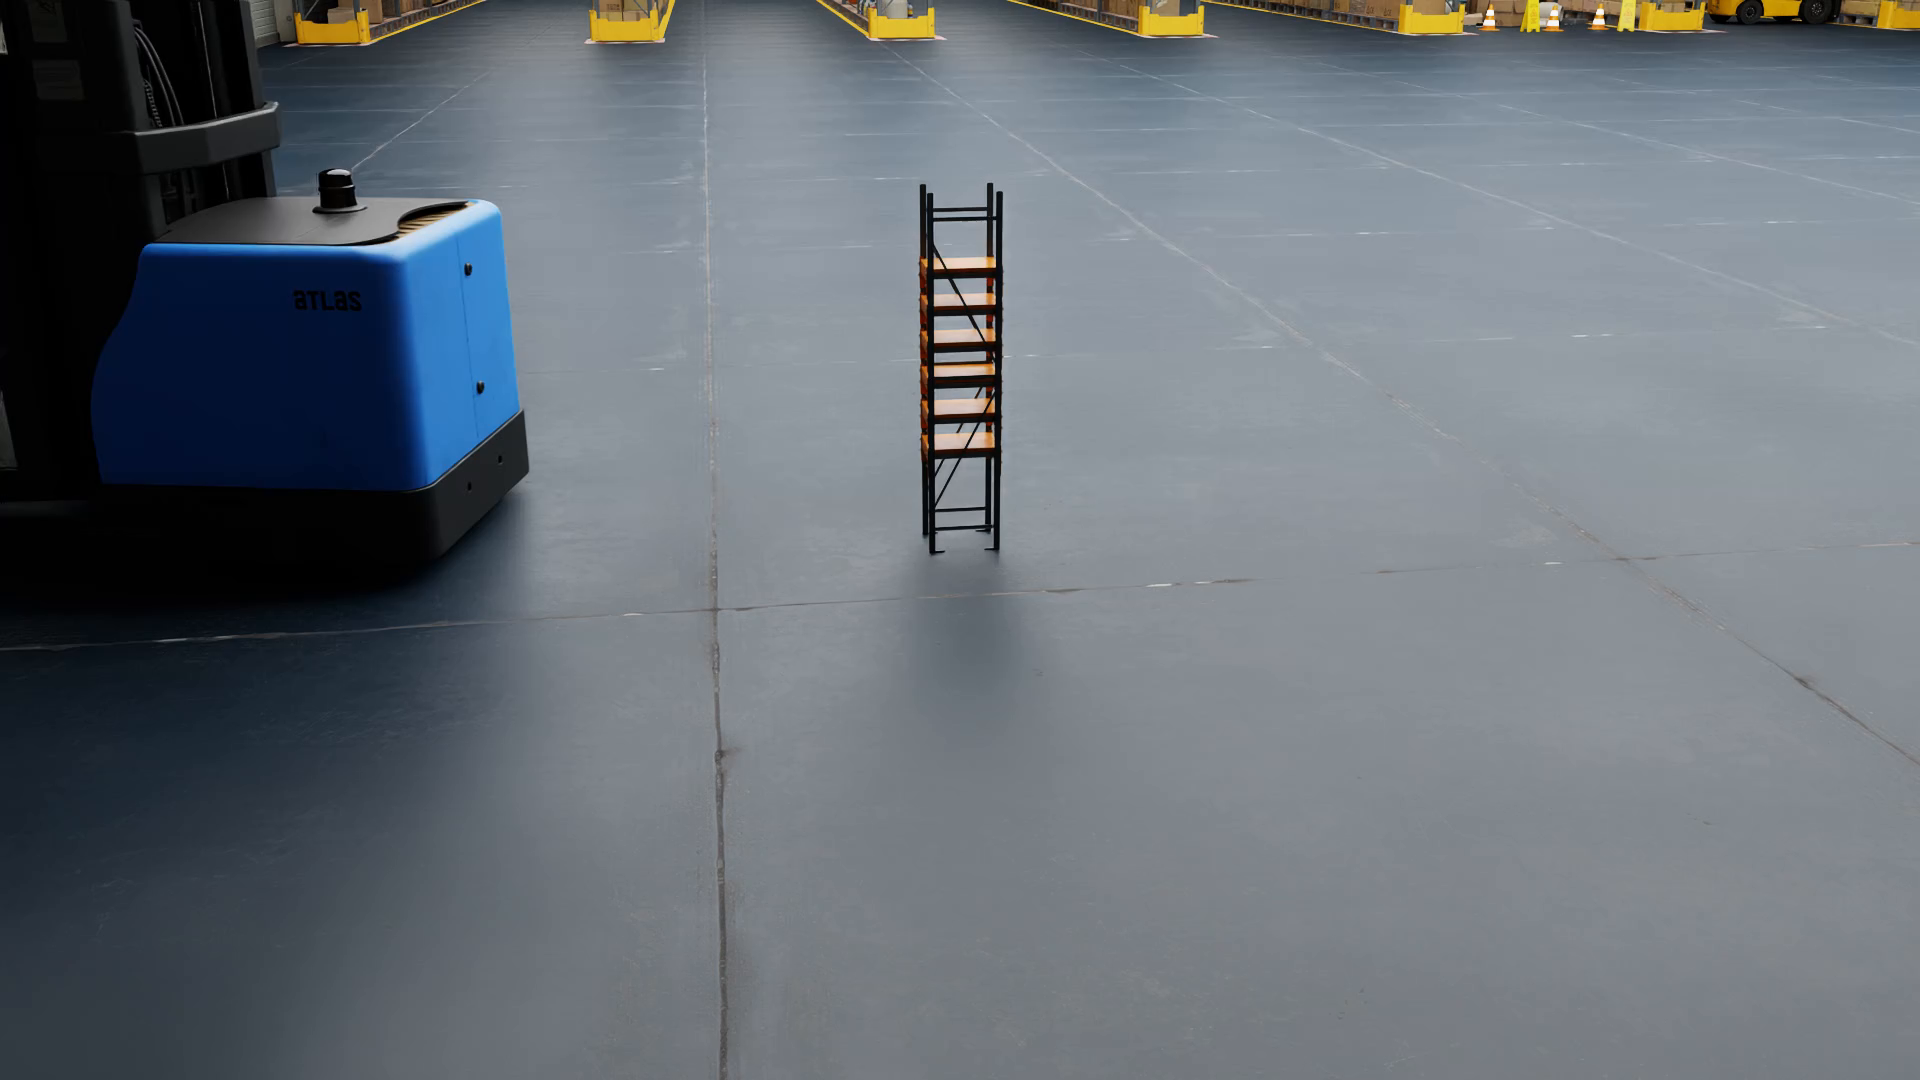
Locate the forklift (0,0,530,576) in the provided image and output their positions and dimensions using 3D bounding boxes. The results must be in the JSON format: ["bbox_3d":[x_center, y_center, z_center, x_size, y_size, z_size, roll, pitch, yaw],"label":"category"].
[{"bbox_3d":[-3.147,-1.452,5.414,3.031,2.935,1.130,2,21,4],"label":"forklift"}]

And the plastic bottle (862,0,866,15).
[{"bbox_3d":[-1.842,-10.461,32.595,0.144,0.351,0.185,-4,21,-10],"label":"plastic bottle"}]

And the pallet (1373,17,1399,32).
[{"bbox_3d":[8.633,-9.908,31.943,1.003,0.211,1.213,-3,21,-8],"label":"pallet"}]

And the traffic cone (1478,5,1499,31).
[{"bbox_3d":[10.155,-10.009,31.852,0.336,0.463,0.334,-3,21,-8],"label":"traffic cone"}]

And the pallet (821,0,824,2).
[{"bbox_3d":[-3.051,-14.001,42.901,1.003,0.211,1.213,-3,21,-8],"label":"pallet"}]

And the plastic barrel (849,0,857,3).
[{"bbox_3d":[-2.239,-12.595,37.653,0.600,0.830,0.708,-3,21,-8],"label":"plastic barrel"}]

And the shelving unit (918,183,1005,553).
[{"bbox_3d":[0.002,-0.557,5.493,0.258,1.200,0.189,-3,21,-8],"label":"shelving unit"}]

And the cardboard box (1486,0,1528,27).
[{"bbox_3d":[10.951,-10.537,33.210,0.637,0.503,0.797,17,27,39],"label":"cardboard box"}]

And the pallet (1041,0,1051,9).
[{"bbox_3d":[2.538,-12.888,39.922,1.003,0.211,1.213,-3,21,-8],"label":"pallet"}]

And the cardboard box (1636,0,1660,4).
[{"bbox_3d":[13.336,-10.751,32.471,0.500,0.500,0.500,-3,21,-7],"label":"cardboard box"}]

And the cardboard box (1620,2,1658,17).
[{"bbox_3d":[13.323,-10.410,32.630,0.500,0.250,0.500,-3,21,-8],"label":"cardboard box"}]

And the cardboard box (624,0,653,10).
[{"bbox_3d":[-5.831,-9.858,30.081,0.500,0.500,0.500,-3,21,-8],"label":"cardboard box"}]

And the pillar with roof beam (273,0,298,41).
[{"bbox_3d":[-7.498,-13.203,28.206,9.100,9.000,0.400,-3,21,-8],"label":"pillar with roof beam"}]

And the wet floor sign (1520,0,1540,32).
[{"bbox_3d":[10.789,-9.929,31.377,0.267,0.644,0.232,-7,21,-17],"label":"wet floor sign"}]

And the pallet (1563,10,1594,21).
[{"bbox_3d":[13.265,-11.074,35.065,1.003,0.211,1.213,-3,21,-8],"label":"pallet"}]

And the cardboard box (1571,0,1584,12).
[{"bbox_3d":[13.039,-11.118,34.526,0.500,0.250,0.500,-2,21,-5],"label":"cardboard box"}]

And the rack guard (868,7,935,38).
[{"bbox_3d":[-1.056,-9.330,29.981,1.175,0.500,0.348,-3,21,-8],"label":"rack guard"}]

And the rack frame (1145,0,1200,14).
[{"bbox_3d":[3.903,-10.727,30.148,1.000,3.000,0.127,-3,21,-8],"label":"rack frame"}]

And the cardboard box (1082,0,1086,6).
[{"bbox_3d":[3.047,-11.913,36.269,0.700,0.500,0.500,-1,21,-3],"label":"cardboard box"}]

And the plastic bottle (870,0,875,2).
[{"bbox_3d":[-1.726,-10.534,32.789,0.144,0.351,0.185,-3,21,-8],"label":"plastic bottle"}]

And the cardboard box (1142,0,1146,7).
[{"bbox_3d":[3.710,-10.175,31.643,0.500,0.500,0.500,2,21,6],"label":"cardboard box"}]

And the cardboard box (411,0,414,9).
[{"bbox_3d":[-11.840,-11.351,34.765,0.700,0.500,0.500,-3,21,-8],"label":"cardboard box"}]

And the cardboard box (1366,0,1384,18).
[{"bbox_3d":[8.534,-10.679,32.458,0.875,0.875,0.875,-3,21,-9],"label":"cardboard box"}]

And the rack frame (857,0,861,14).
[{"bbox_3d":[-1.575,-11.862,33.188,1.000,3.000,0.127,-3,21,-8],"label":"rack frame"}]

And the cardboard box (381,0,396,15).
[{"bbox_3d":[-11.501,-10.651,32.890,0.700,0.500,0.500,-2,21,-6],"label":"cardboard box"}]

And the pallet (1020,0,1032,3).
[{"bbox_3d":[2.141,-13.842,42.476,1.003,0.211,1.213,-3,21,-8],"label":"pallet"}]

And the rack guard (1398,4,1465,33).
[{"bbox_3d":[8.829,-9.762,31.140,1.175,0.500,0.348,-3,21,-8],"label":"rack guard"}]

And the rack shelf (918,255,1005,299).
[{"bbox_3d":[0.002,-0.853,5.382,0.258,0.103,0.180,-3,21,-8],"label":"rack shelf"}]

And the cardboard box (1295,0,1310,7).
[{"bbox_3d":[7.935,-12.014,36.211,1.050,0.750,0.750,-3,21,-8],"label":"cardboard box"}]

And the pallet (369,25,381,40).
[{"bbox_3d":[-10.895,-8.980,29.458,1.003,0.211,1.213,-3,21,-8],"label":"pallet"}]

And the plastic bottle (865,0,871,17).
[{"bbox_3d":[-1.754,-10.249,32.028,0.144,0.351,0.185,-2,21,-6],"label":"plastic bottle"}]

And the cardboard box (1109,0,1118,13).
[{"bbox_3d":[3.345,-10.997,33.844,0.500,0.500,0.500,-4,21,-9],"label":"cardboard box"}]

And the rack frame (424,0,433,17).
[{"bbox_3d":[-11.955,-12.747,35.558,1.000,3.000,0.127,-3,21,-8],"label":"rack frame"}]

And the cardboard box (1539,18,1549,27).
[{"bbox_3d":[11.522,-10.243,32.927,0.380,0.149,0.250,8,22,20],"label":"cardboard box"}]

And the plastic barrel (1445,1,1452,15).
[{"bbox_3d":[9.931,-10.804,34.039,0.512,0.421,0.421,12,24,30],"label":"plastic barrel"}]

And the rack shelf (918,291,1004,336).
[{"bbox_3d":[0.002,-0.740,5.424,0.258,0.103,0.180,-3,21,-8],"label":"rack shelf"}]

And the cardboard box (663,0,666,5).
[{"bbox_3d":[-6.836,-12.205,37.051,0.500,0.500,0.500,-2,21,-5],"label":"cardboard box"}]

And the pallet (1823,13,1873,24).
[{"bbox_3d":[18.297,-10.856,34.480,1.003,0.211,1.213,-3,21,-8],"label":"pallet"}]

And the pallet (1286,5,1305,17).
[{"bbox_3d":[7.884,-11.707,36.759,1.003,0.211,1.213,-3,21,-8],"label":"pallet"}]

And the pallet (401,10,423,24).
[{"bbox_3d":[-11.671,-10.748,34.193,1.003,0.211,1.213,-3,21,-8],"label":"pallet"}]

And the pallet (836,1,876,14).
[{"bbox_3d":[-2.306,-12.211,38.109,1.003,0.211,1.213,-3,21,-8],"label":"pallet"}]

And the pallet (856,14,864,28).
[{"bbox_3d":[-1.519,-10.321,33.047,1.003,0.211,1.213,-3,21,-8],"label":"pallet"}]

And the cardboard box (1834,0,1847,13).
[{"bbox_3d":[18.115,-10.880,33.888,0.500,0.250,0.500,-3,21,-7],"label":"cardboard box"}]

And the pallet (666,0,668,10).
[{"bbox_3d":[-7.296,-12.374,38.544,1.003,0.211,1.213,-3,21,-8],"label":"pallet"}]

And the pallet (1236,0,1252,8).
[{"bbox_3d":[7.389,-13.097,40.482,1.003,0.211,1.213,-3,21,-8],"label":"pallet"}]

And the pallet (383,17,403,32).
[{"bbox_3d":[-11.246,-9.825,31.720,1.003,0.211,1.213,-3,21,-8],"label":"pallet"}]

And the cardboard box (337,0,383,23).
[{"bbox_3d":[-10.951,-9.710,30.371,0.700,0.500,0.500,-4,21,-11],"label":"cardboard box"}]

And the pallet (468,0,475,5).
[{"bbox_3d":[-12.743,-13.516,41.603,1.003,0.211,1.213,-3,21,-8],"label":"pallet"}]
